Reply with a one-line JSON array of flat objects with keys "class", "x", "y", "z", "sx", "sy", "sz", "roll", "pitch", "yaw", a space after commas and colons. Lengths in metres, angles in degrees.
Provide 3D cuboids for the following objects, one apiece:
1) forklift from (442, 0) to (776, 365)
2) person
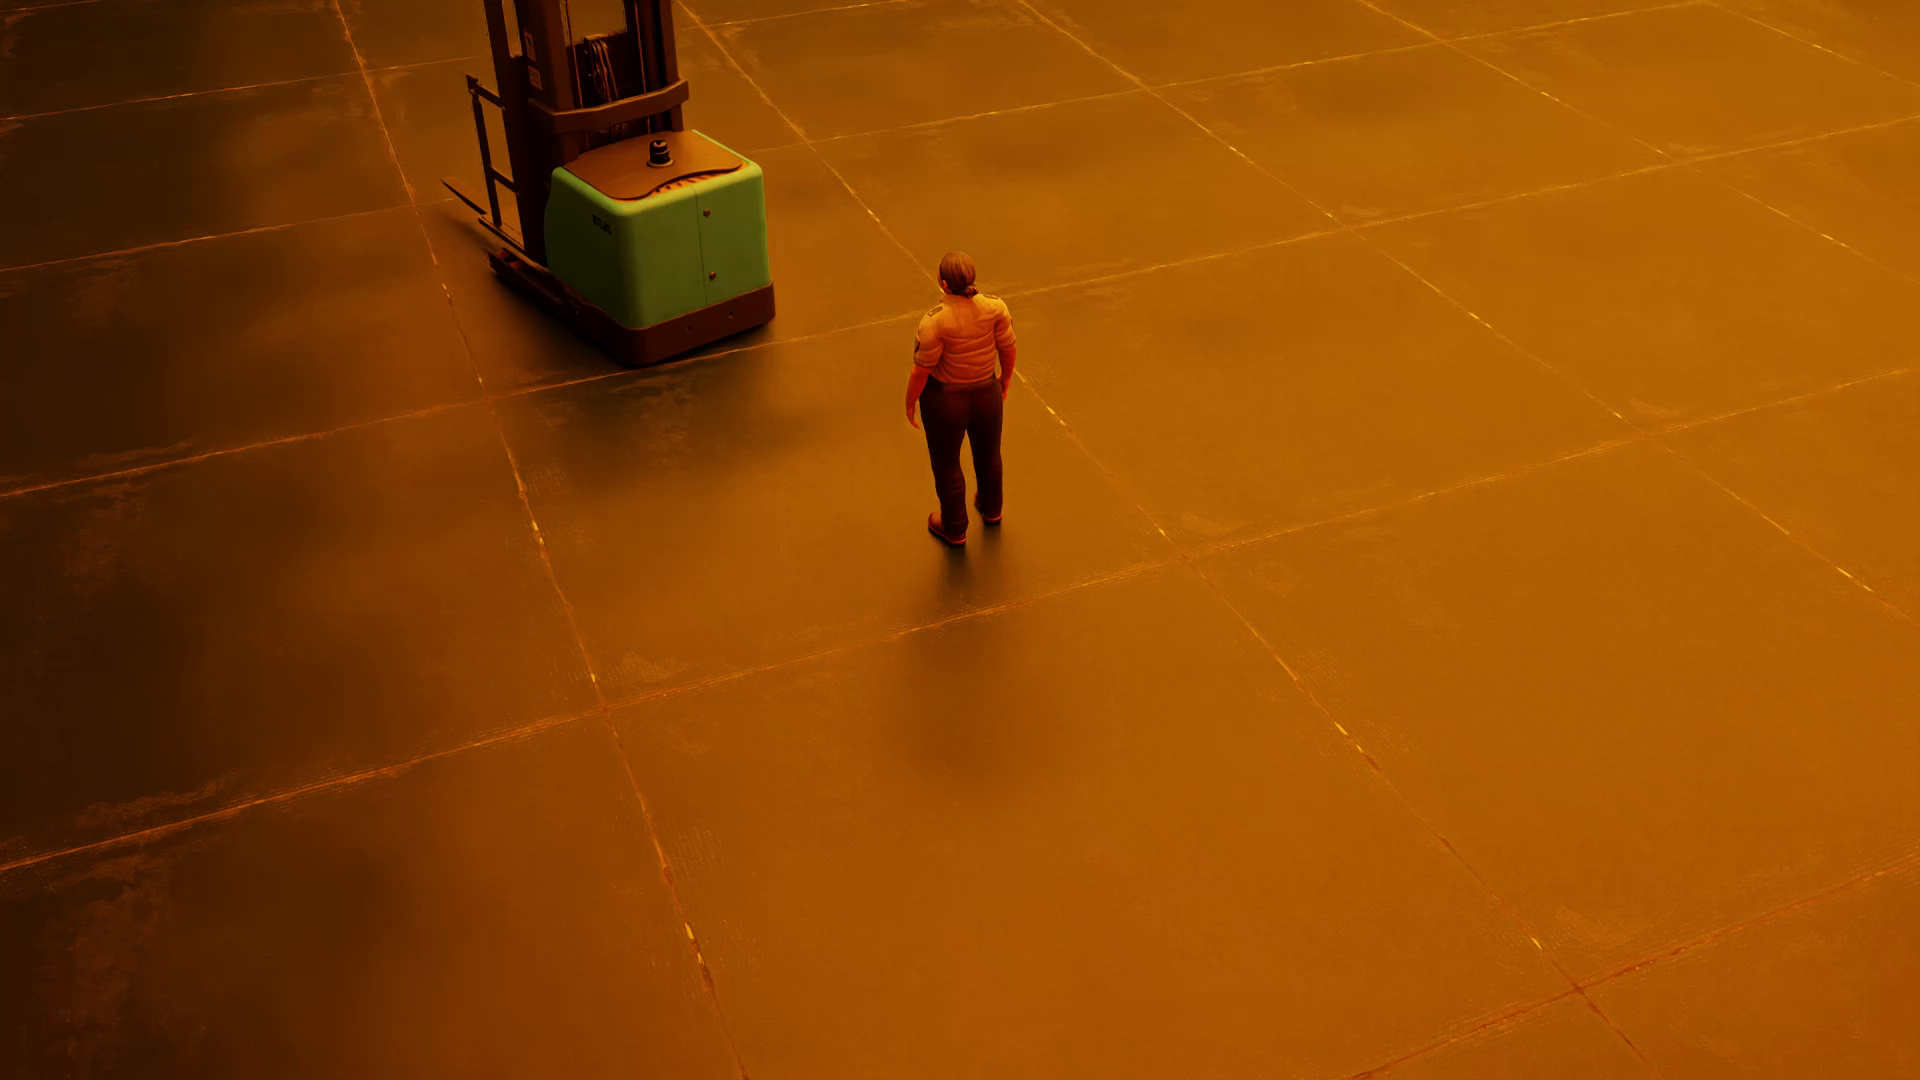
[{"class": "forklift", "x": -2.483, "y": -3.033, "z": 10.364, "sx": 1.130, "sy": 2.935, "sz": 3.031, "roll": -25, "pitch": 43, "yaw": -31}, {"class": "person", "x": -0.014, "y": -0.731, "z": 8.220, "sx": 0.598, "sy": 1.651, "sz": 0.503, "roll": -14, "pitch": 38, "yaw": -19}]
